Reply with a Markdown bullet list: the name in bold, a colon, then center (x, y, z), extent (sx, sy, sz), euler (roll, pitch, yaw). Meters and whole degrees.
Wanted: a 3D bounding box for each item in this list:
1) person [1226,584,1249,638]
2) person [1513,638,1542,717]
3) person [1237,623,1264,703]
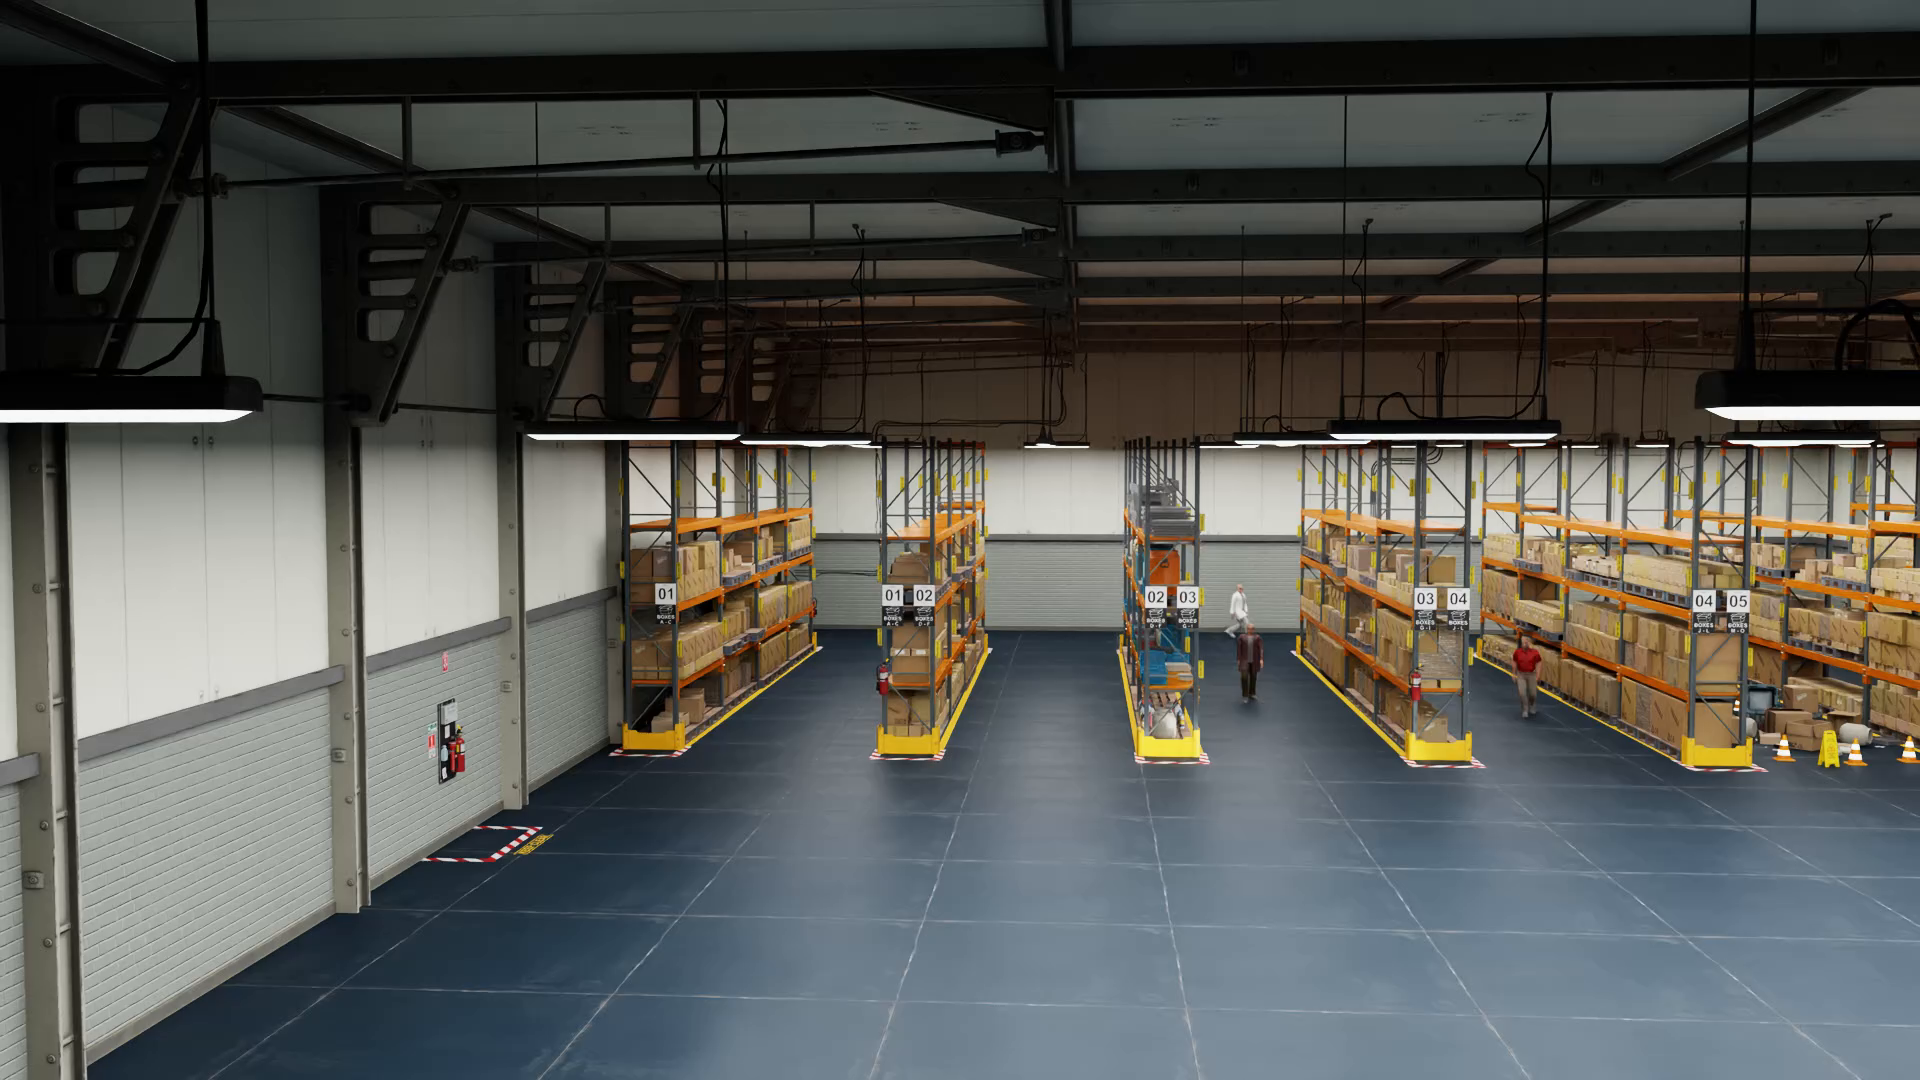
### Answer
- **person**: center (8.559, 2.186, 50.670), extent (1.163, 1.668, 0.567), euler (2, 4, 39)
- **person**: center (12.292, 2.950, 36.028), extent (0.600, 1.709, 0.625), euler (1, 3, 23)
- **person**: center (6.658, 2.815, 38.094), extent (0.621, 1.831, 0.627), euler (0, 3, 8)
